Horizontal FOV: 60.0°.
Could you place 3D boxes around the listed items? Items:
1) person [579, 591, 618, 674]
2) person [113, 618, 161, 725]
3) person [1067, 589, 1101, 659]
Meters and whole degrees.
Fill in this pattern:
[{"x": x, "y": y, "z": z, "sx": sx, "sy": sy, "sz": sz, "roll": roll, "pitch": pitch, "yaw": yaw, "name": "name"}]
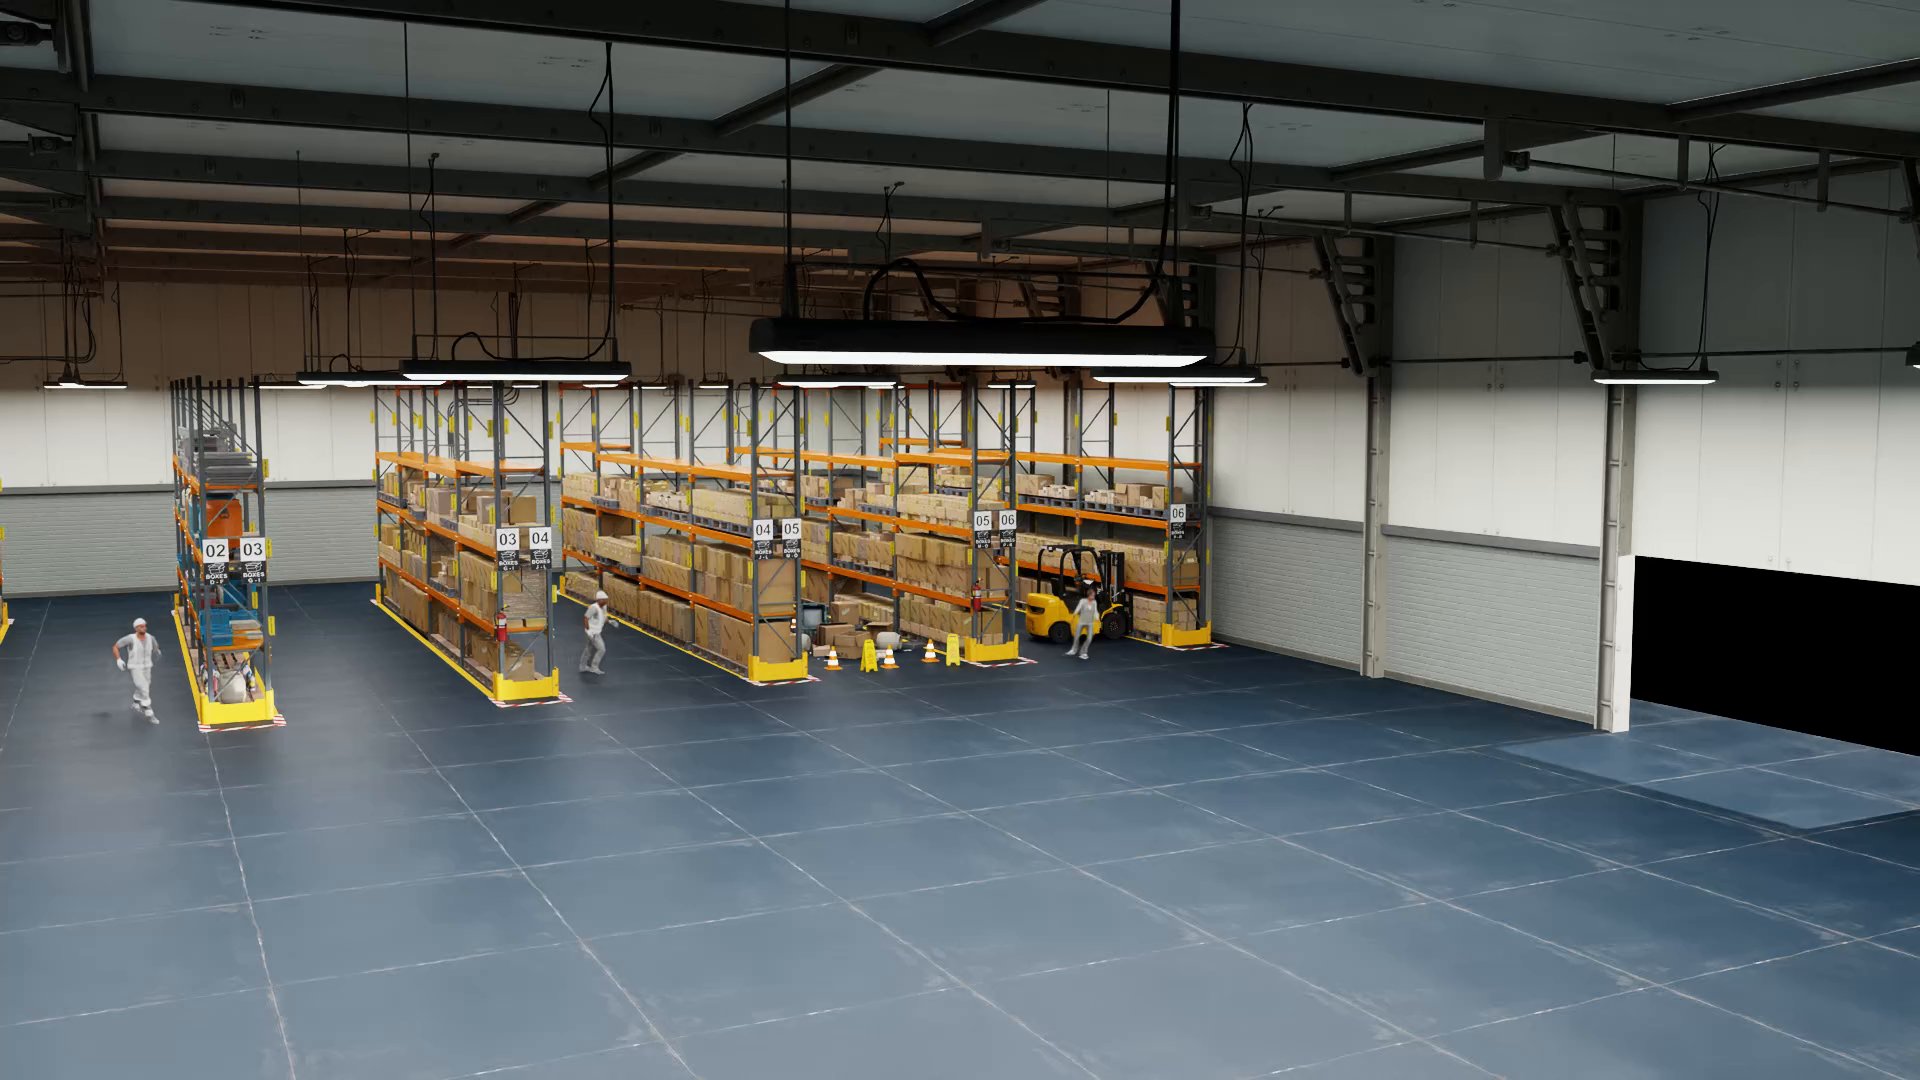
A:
[{"x": -7.380, "y": 1.883, "z": 33.838, "sx": 0.832, "sy": 1.720, "sz": 0.686, "roll": 0, "pitch": 5, "yaw": -2, "name": "person"}, {"x": -14.258, "y": 2.263, "z": 28.847, "sx": 0.902, "sy": 1.829, "sz": 0.721, "roll": 3, "pitch": 6, "yaw": 31, "name": "person"}, {"x": 2.665, "y": 1.797, "z": 35.696, "sx": 0.671, "sy": 1.510, "sz": 0.588, "roll": -1, "pitch": 5, "yaw": -10, "name": "person"}]
